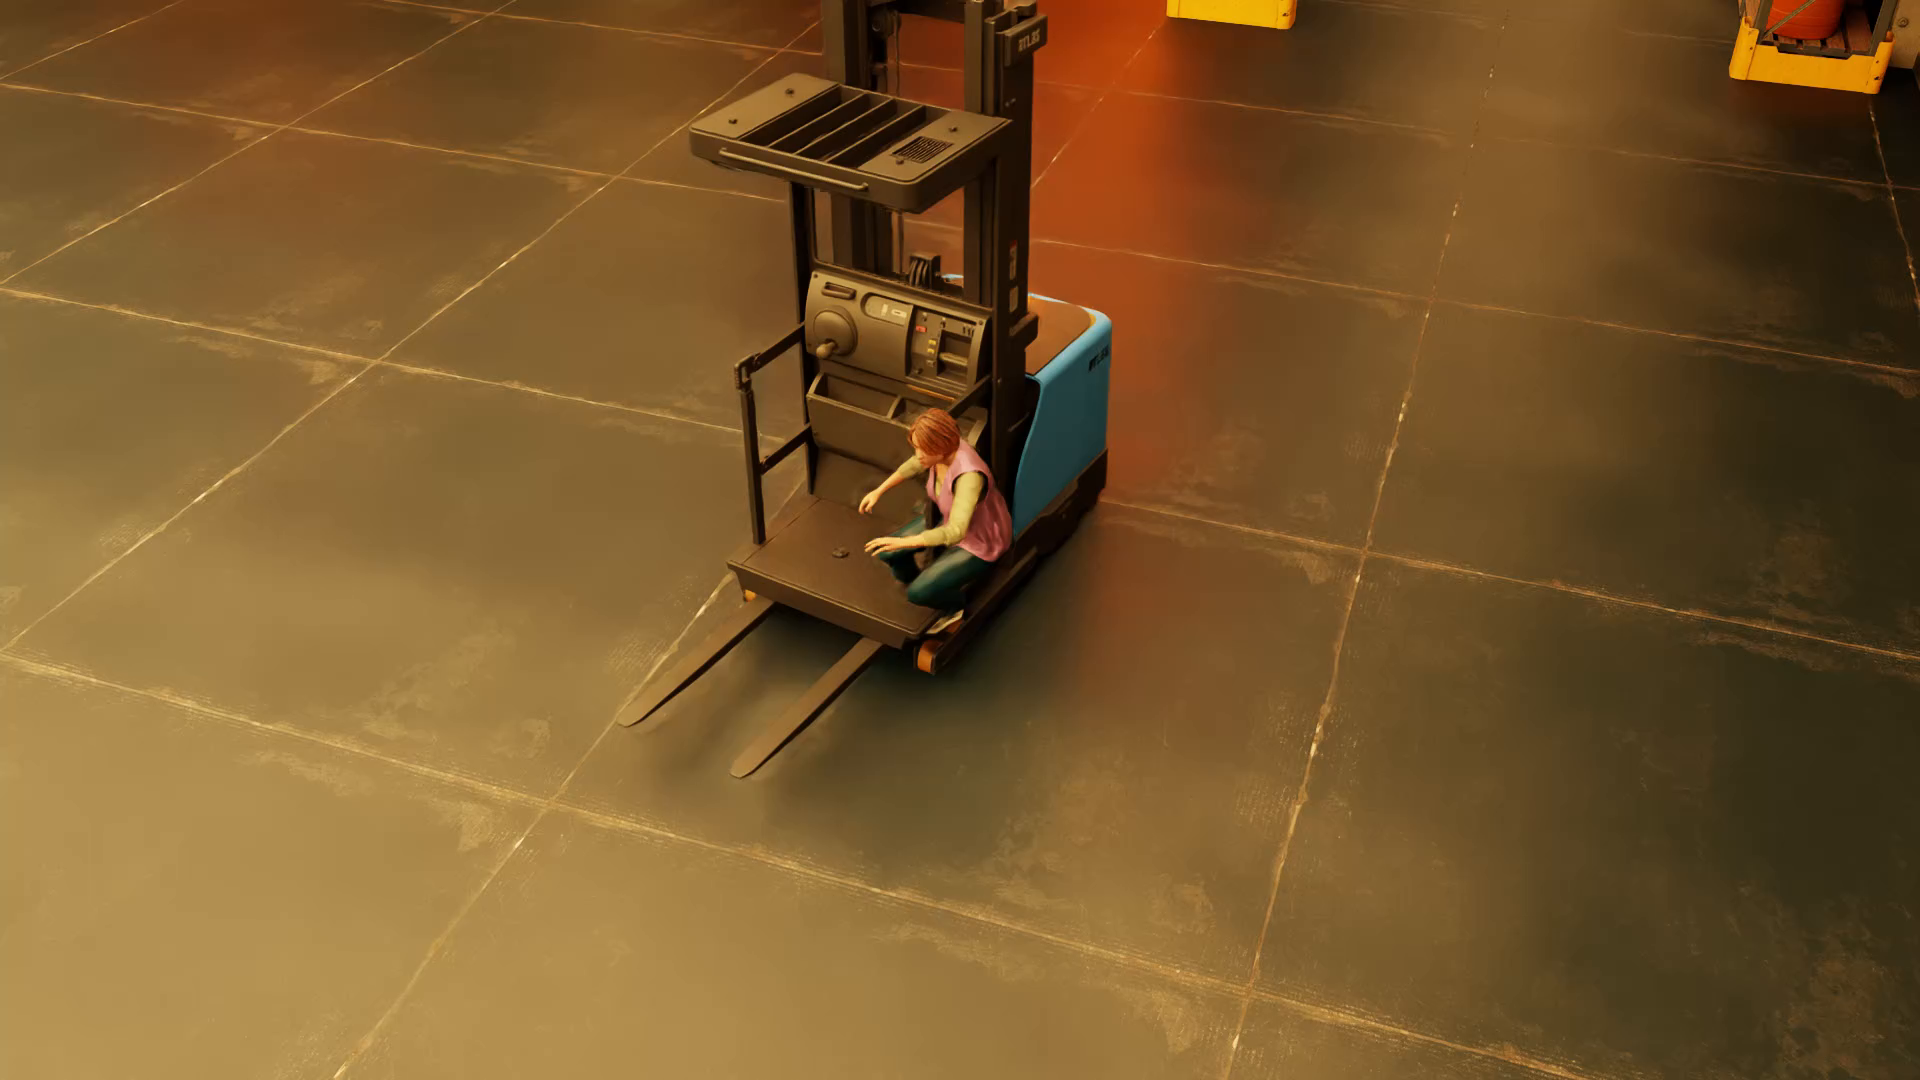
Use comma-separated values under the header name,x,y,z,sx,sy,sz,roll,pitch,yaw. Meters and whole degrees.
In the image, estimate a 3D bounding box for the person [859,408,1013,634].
name,x,y,z,sx,sy,sz,roll,pitch,yaw
person,-0.208,-0.043,7.234,0.838,1.304,0.976,-21,40,-27

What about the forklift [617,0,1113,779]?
name,x,y,z,sx,sy,sz,roll,pitch,yaw
forklift,-0.406,-0.877,7.348,1.130,2.935,3.031,19,40,25
